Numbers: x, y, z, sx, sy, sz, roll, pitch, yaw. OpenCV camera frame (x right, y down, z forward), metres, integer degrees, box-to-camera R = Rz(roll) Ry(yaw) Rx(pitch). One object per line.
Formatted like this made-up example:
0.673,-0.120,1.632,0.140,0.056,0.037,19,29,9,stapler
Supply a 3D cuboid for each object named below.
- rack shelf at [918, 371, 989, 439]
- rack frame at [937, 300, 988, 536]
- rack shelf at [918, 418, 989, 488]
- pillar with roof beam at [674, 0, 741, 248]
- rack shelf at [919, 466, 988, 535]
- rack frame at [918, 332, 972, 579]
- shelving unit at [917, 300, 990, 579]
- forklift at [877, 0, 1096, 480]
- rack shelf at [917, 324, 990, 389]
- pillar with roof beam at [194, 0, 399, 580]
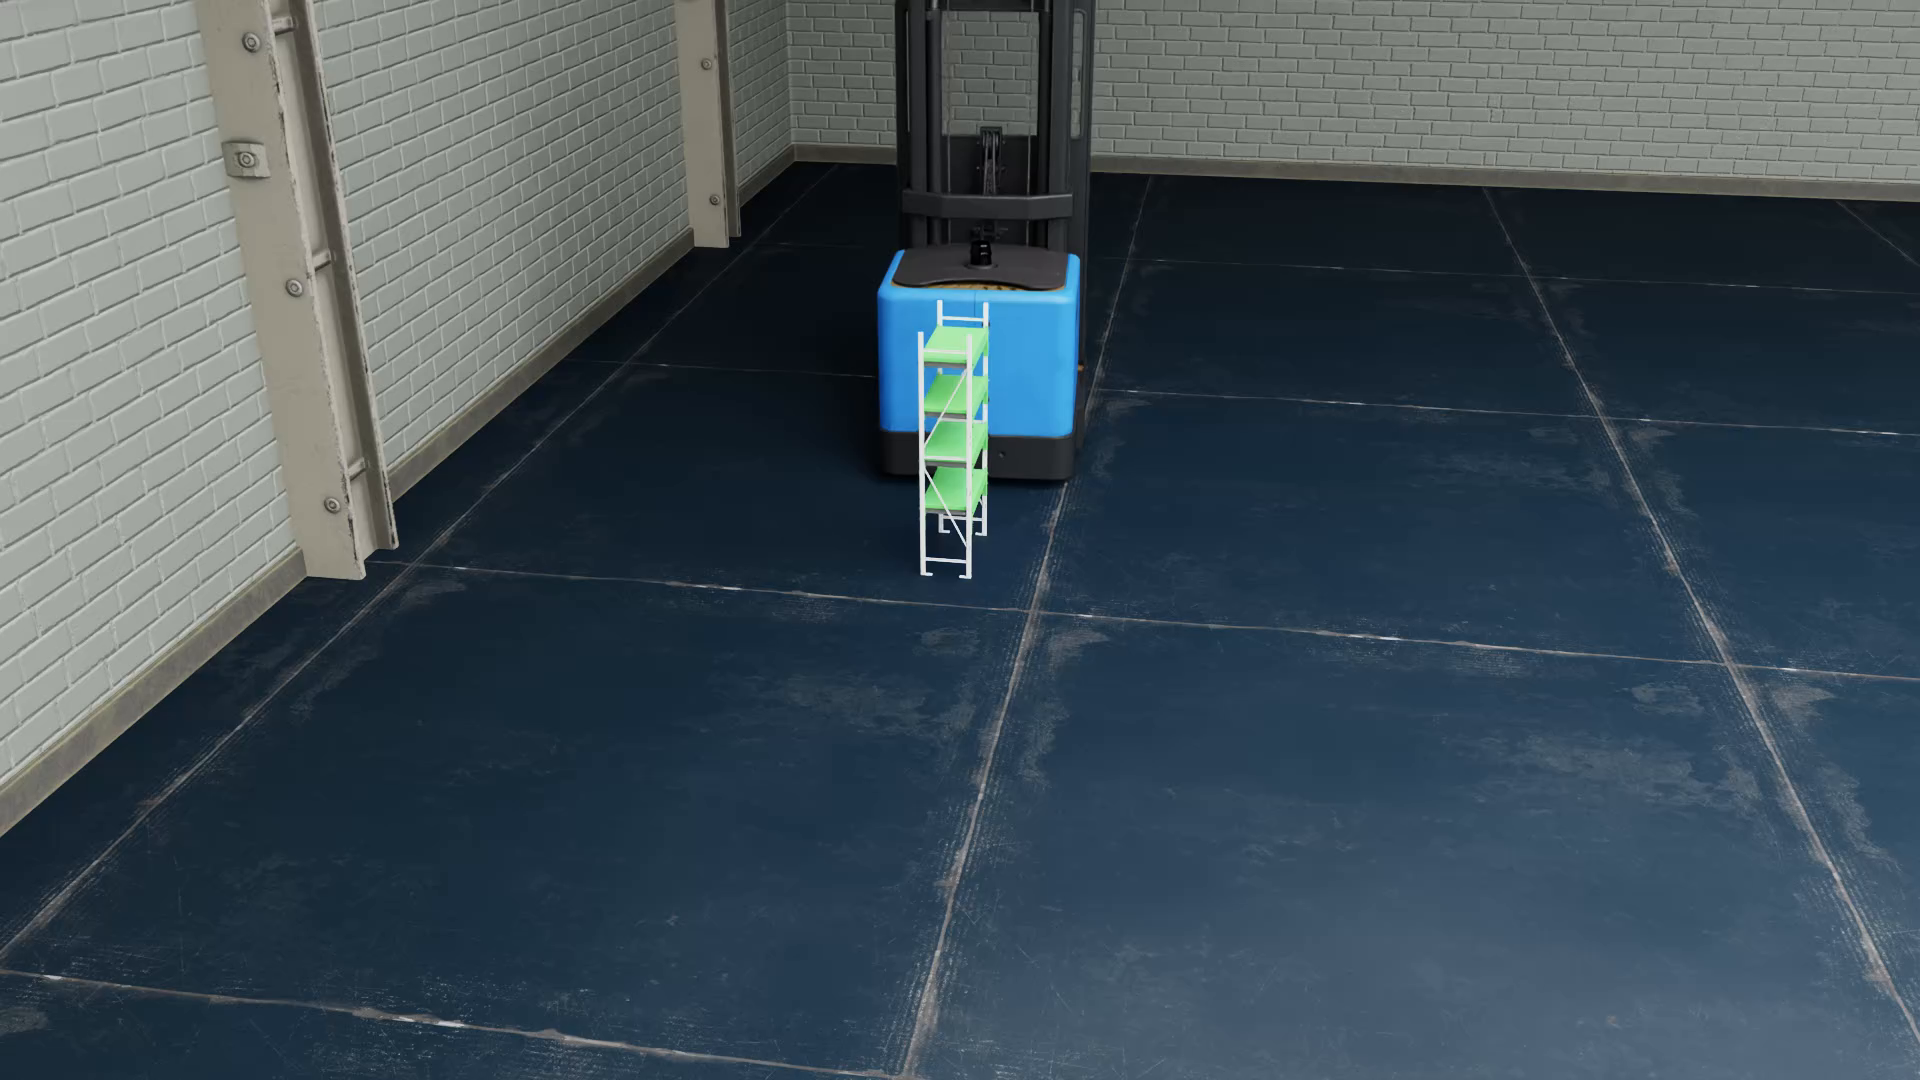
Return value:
-0.027,-0.634,7.773,0.258,0.148,0.480,4,25,9,rack shelf
0.013,-0.576,8.066,0.240,1.200,0.015,4,25,9,rack frame
-0.027,-0.416,7.875,0.258,0.148,0.480,4,25,9,rack shelf
2.281,-6.191,10.862,9.100,9.000,0.400,4,25,9,pillar with roof beam
-0.027,-0.199,7.977,0.258,0.148,0.480,4,25,9,rack shelf
-0.067,-0.372,7.630,0.240,1.200,0.015,4,25,9,rack frame
-0.027,-0.474,7.848,0.258,1.200,0.503,4,25,9,shelving unit
0.212,-2.233,9.564,1.130,2.935,3.031,2,25,5,forklift
-0.027,-0.851,7.671,0.258,0.148,0.480,4,25,9,rack shelf
1.300,-3.682,5.501,9.100,9.000,0.400,4,25,9,pillar with roof beam
